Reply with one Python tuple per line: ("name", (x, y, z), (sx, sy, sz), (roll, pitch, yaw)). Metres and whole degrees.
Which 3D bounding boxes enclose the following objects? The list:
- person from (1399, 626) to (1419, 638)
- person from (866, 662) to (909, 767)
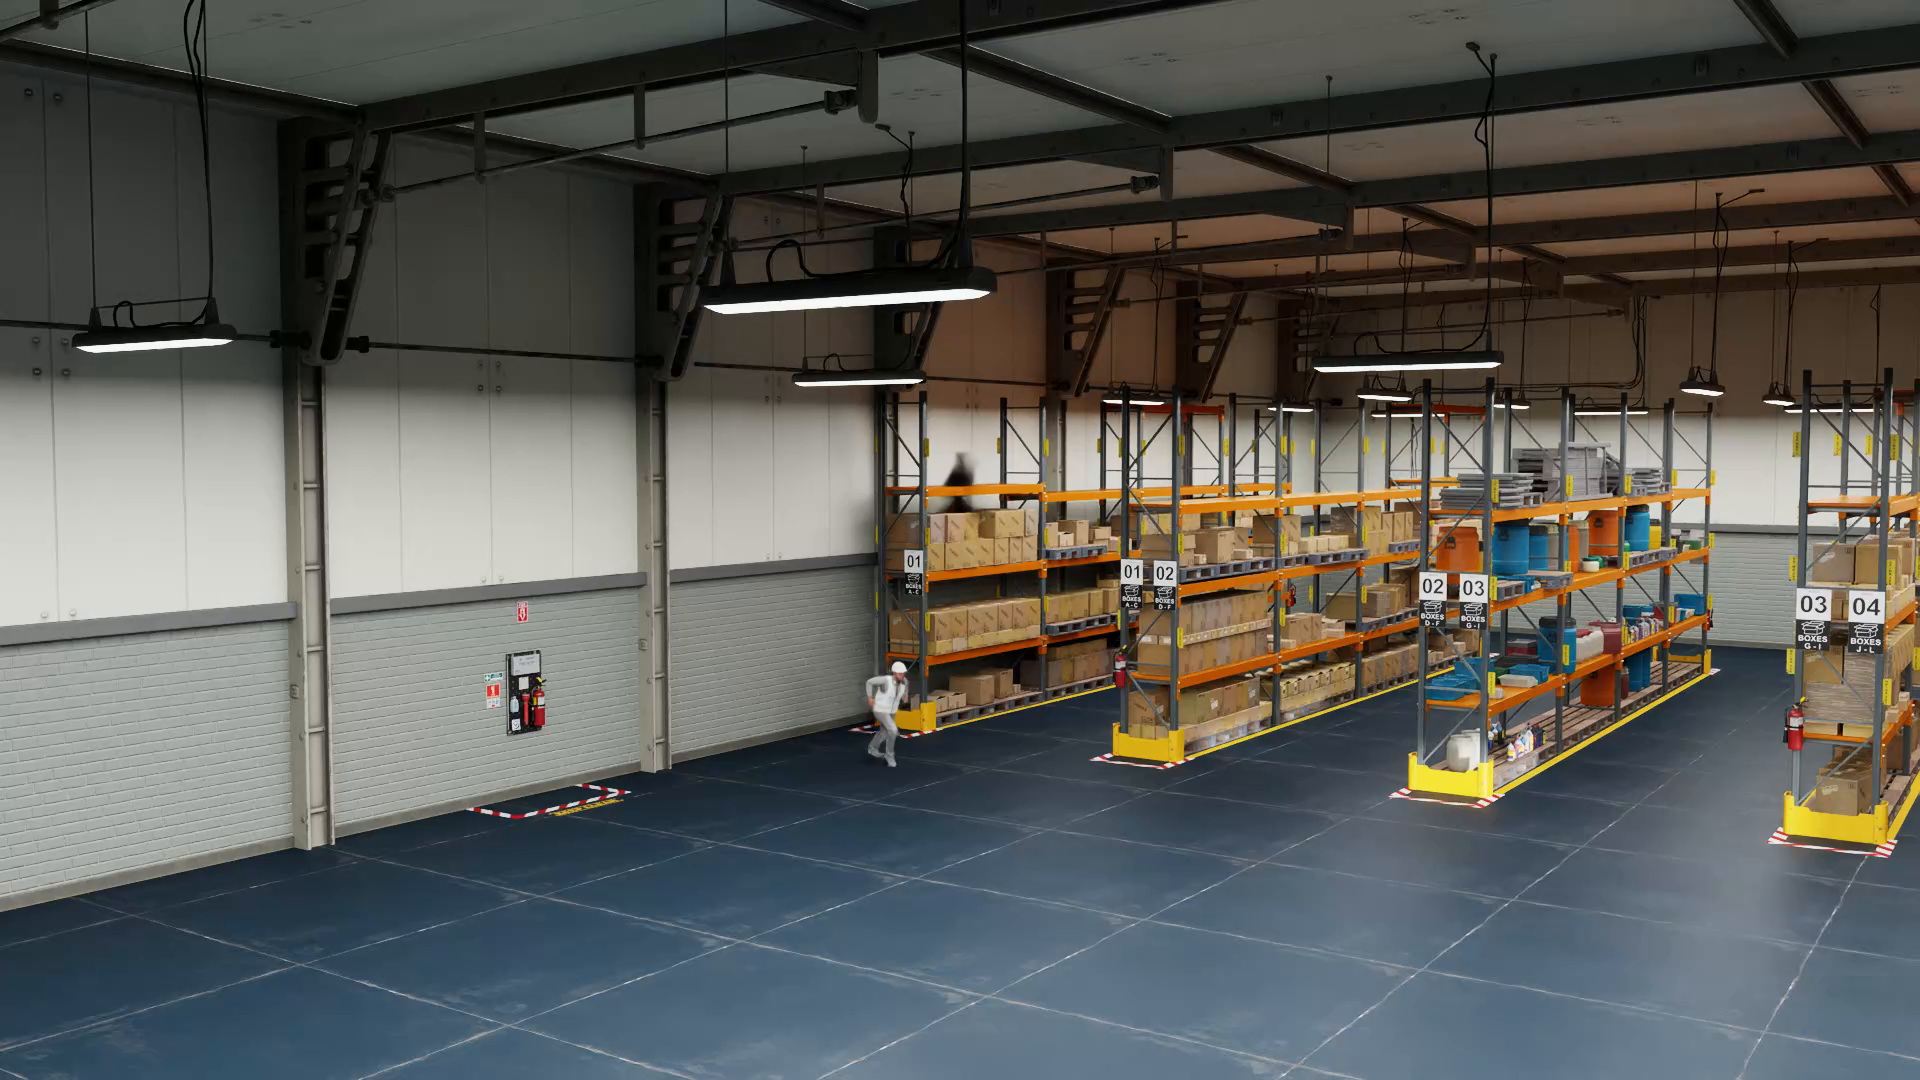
("person", (11.515, 1.852, 42.013), (0.815, 1.722, 0.716), (-1, 3, -25))
("person", (-1.209, 2.742, 26.211), (0.621, 1.713, 1.001), (-3, 4, -39))
